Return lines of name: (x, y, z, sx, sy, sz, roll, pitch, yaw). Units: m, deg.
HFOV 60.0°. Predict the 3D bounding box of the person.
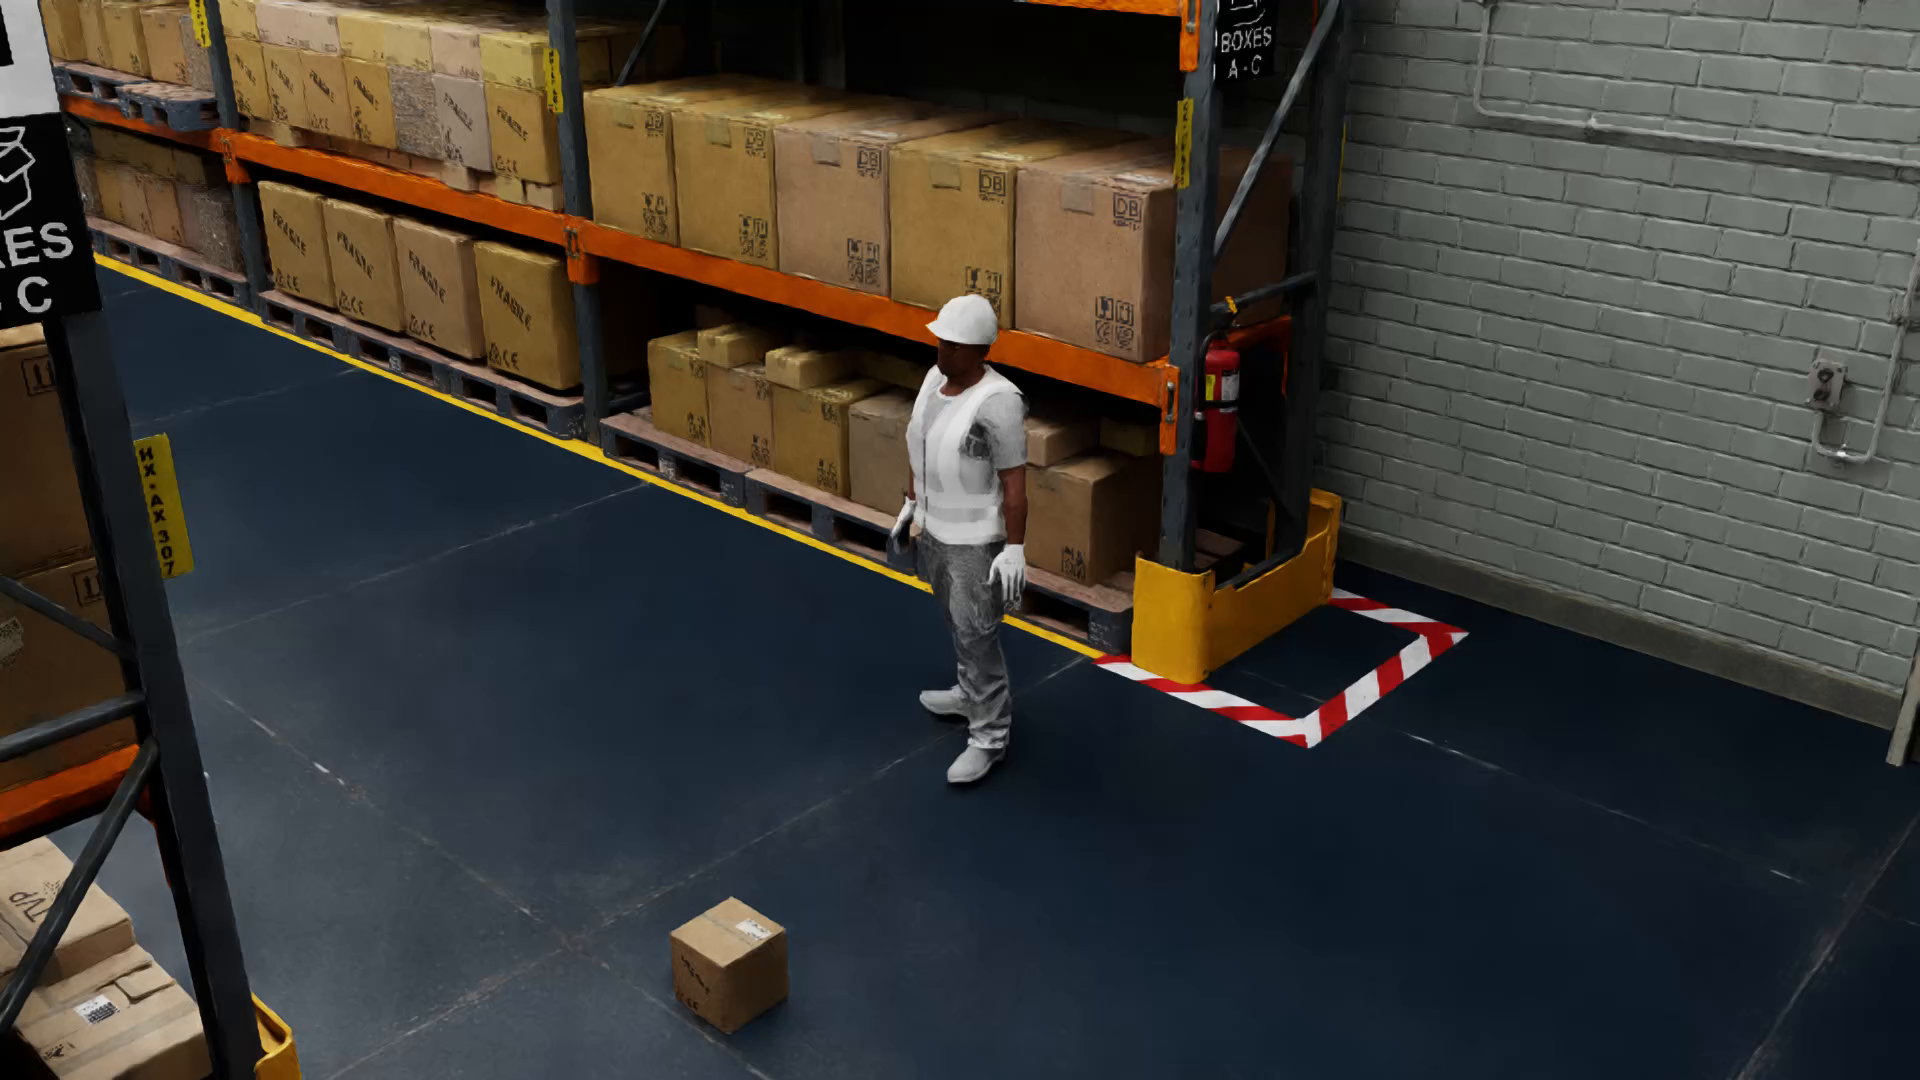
person: (0.010, -0.033, 6.102, 0.414, 1.790, 0.691, -11, 26, -24)
